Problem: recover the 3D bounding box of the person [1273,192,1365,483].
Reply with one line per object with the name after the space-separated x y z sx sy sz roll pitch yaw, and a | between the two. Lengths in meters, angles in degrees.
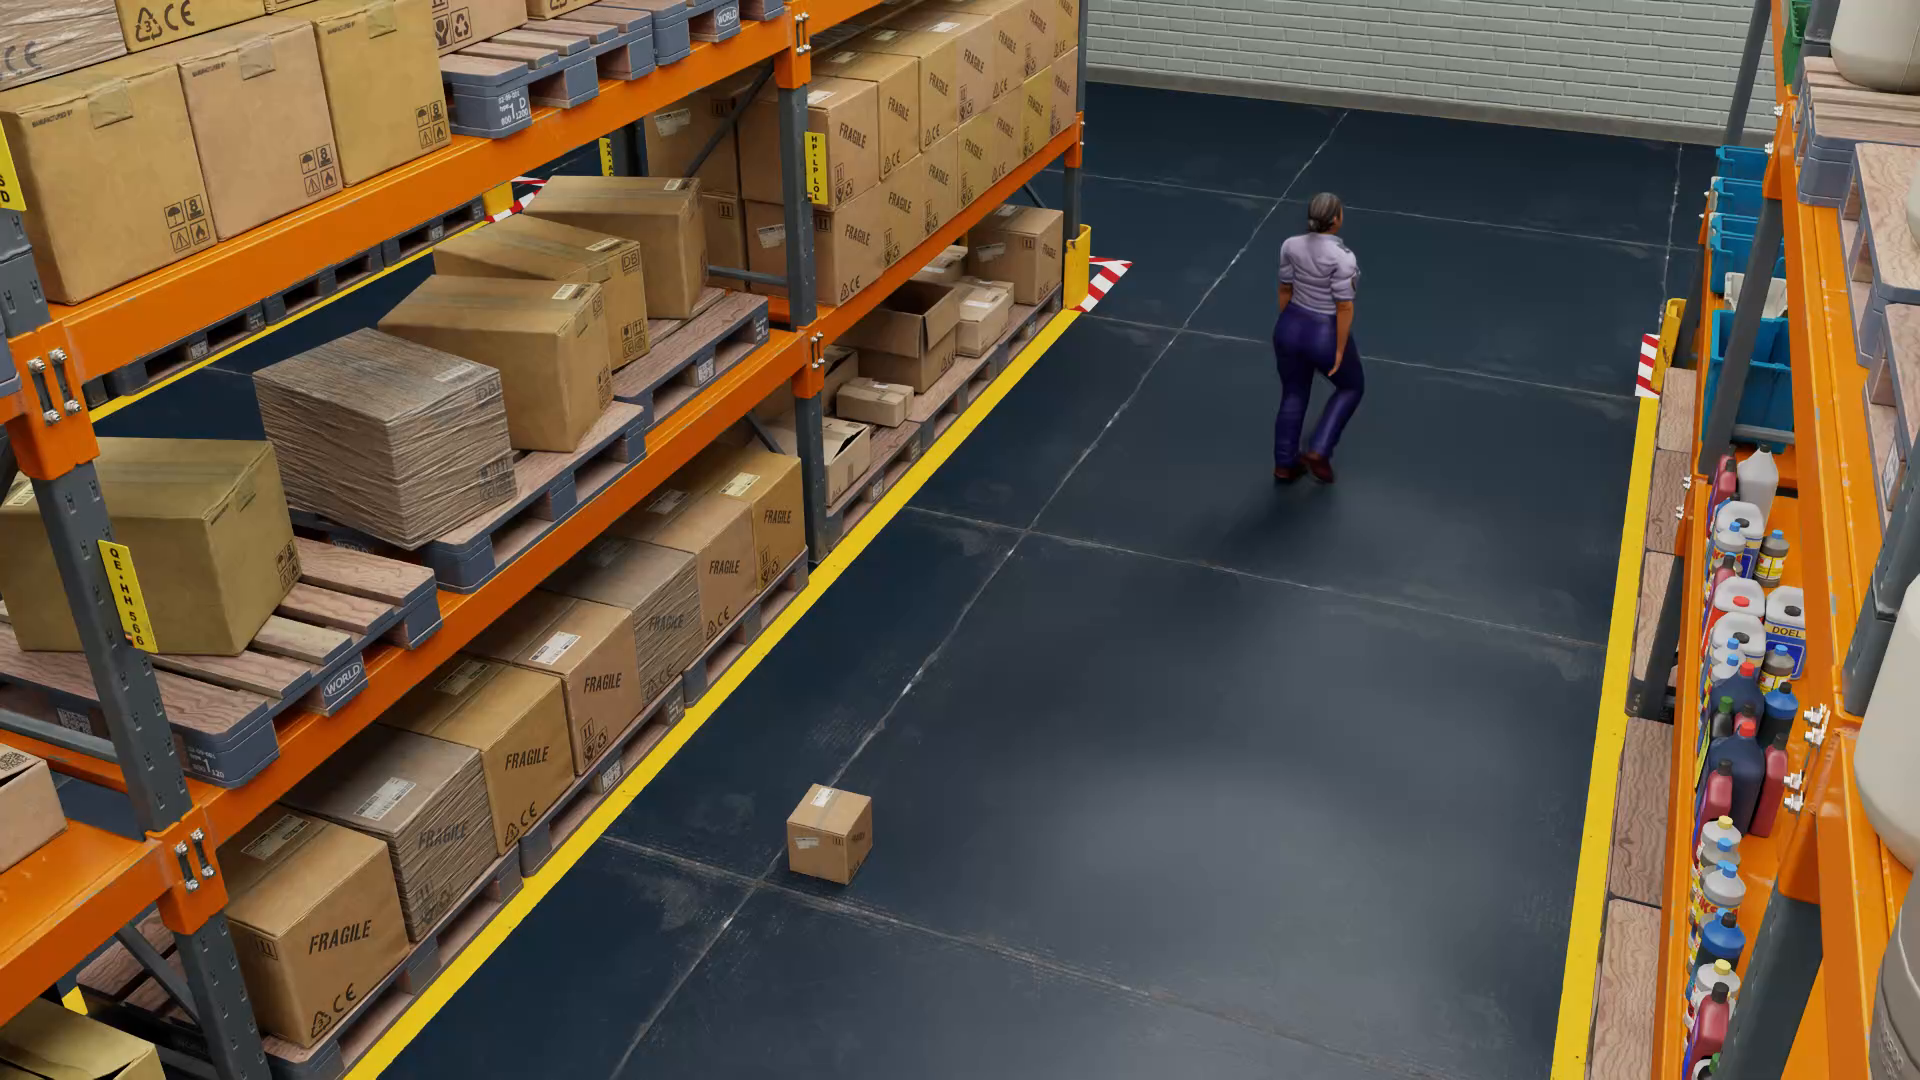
1.949 -1.095 9.032 0.486 1.667 0.443 22 37 34 | person
